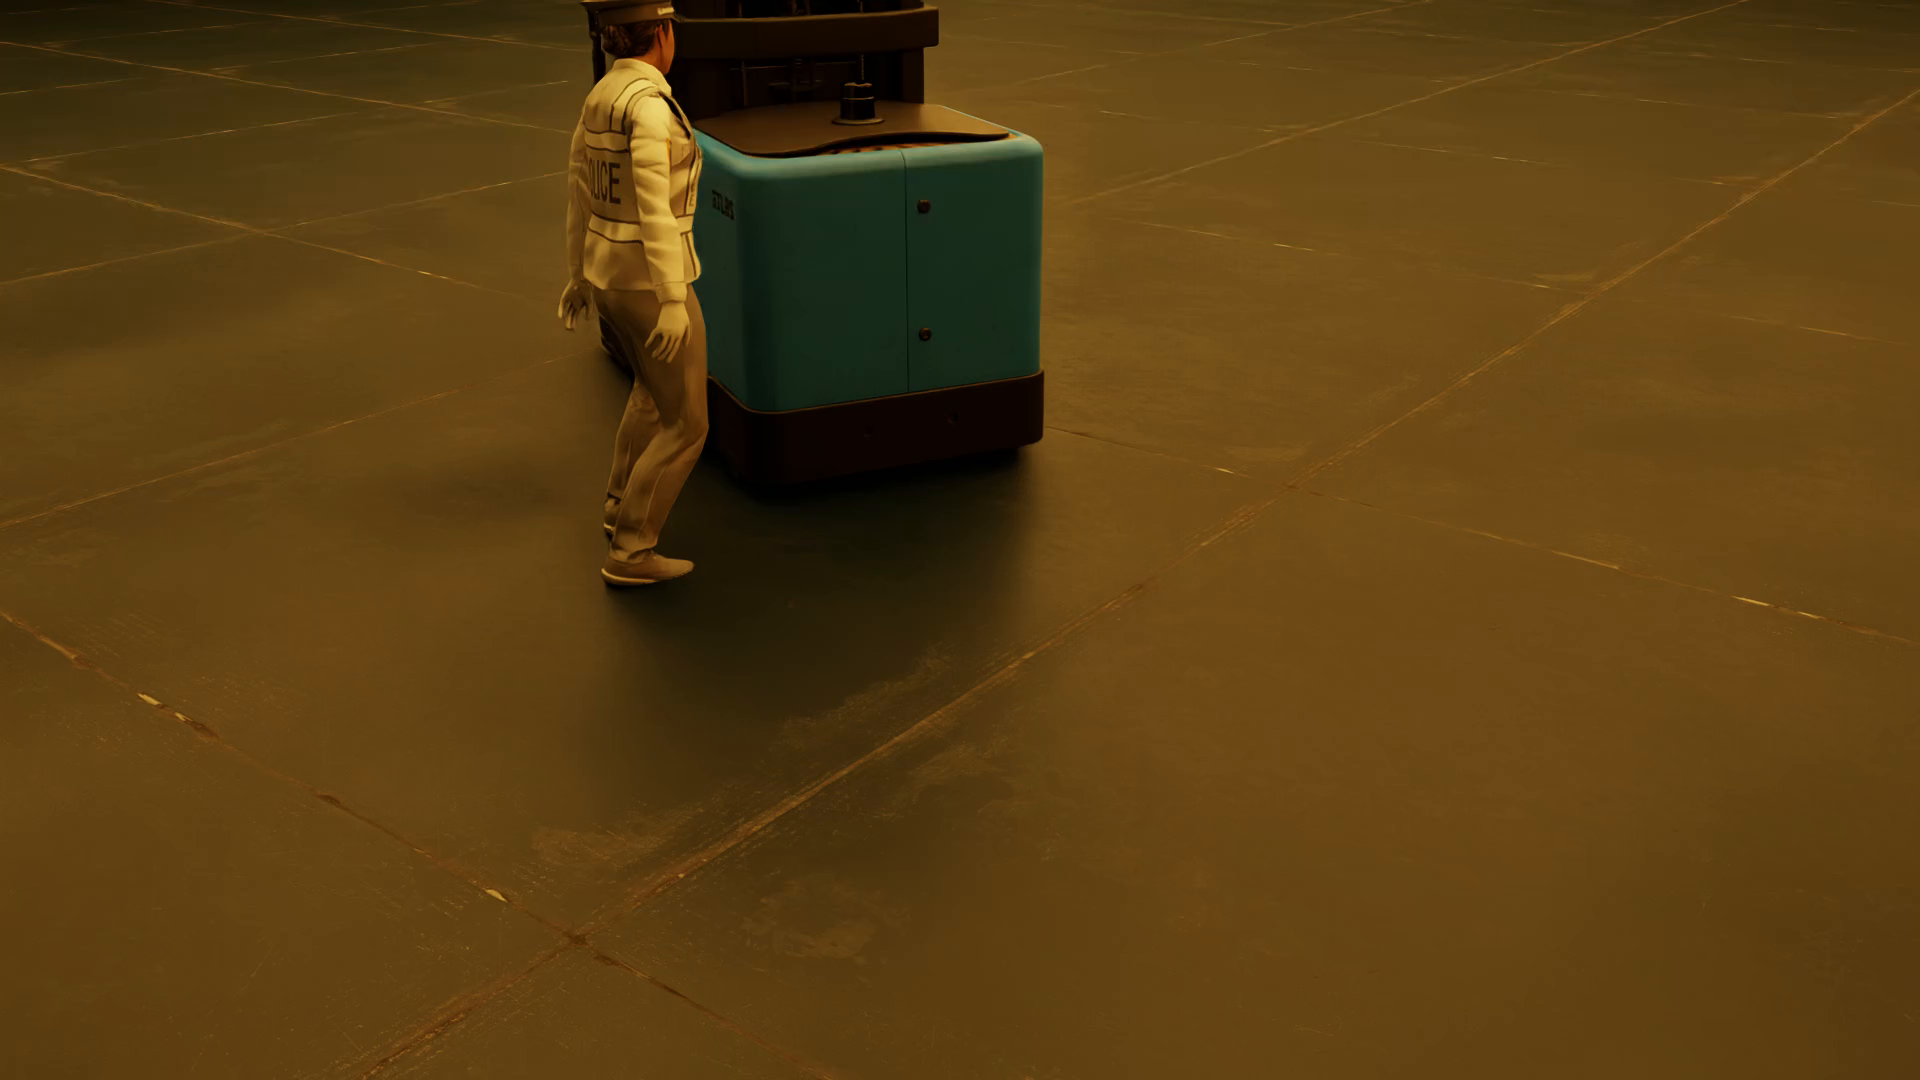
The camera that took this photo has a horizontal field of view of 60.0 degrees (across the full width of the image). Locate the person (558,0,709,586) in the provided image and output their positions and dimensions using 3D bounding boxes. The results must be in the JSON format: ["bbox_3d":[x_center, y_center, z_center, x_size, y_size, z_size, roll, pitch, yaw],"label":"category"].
[{"bbox_3d":[-0.897,-0.682,4.606,0.422,1.644,0.810,-13,26,-27],"label":"person"}]

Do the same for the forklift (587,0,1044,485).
[{"bbox_3d":[-0.797,-2.070,6.104,1.130,2.935,3.031,-10,26,-23],"label":"forklift"}]
